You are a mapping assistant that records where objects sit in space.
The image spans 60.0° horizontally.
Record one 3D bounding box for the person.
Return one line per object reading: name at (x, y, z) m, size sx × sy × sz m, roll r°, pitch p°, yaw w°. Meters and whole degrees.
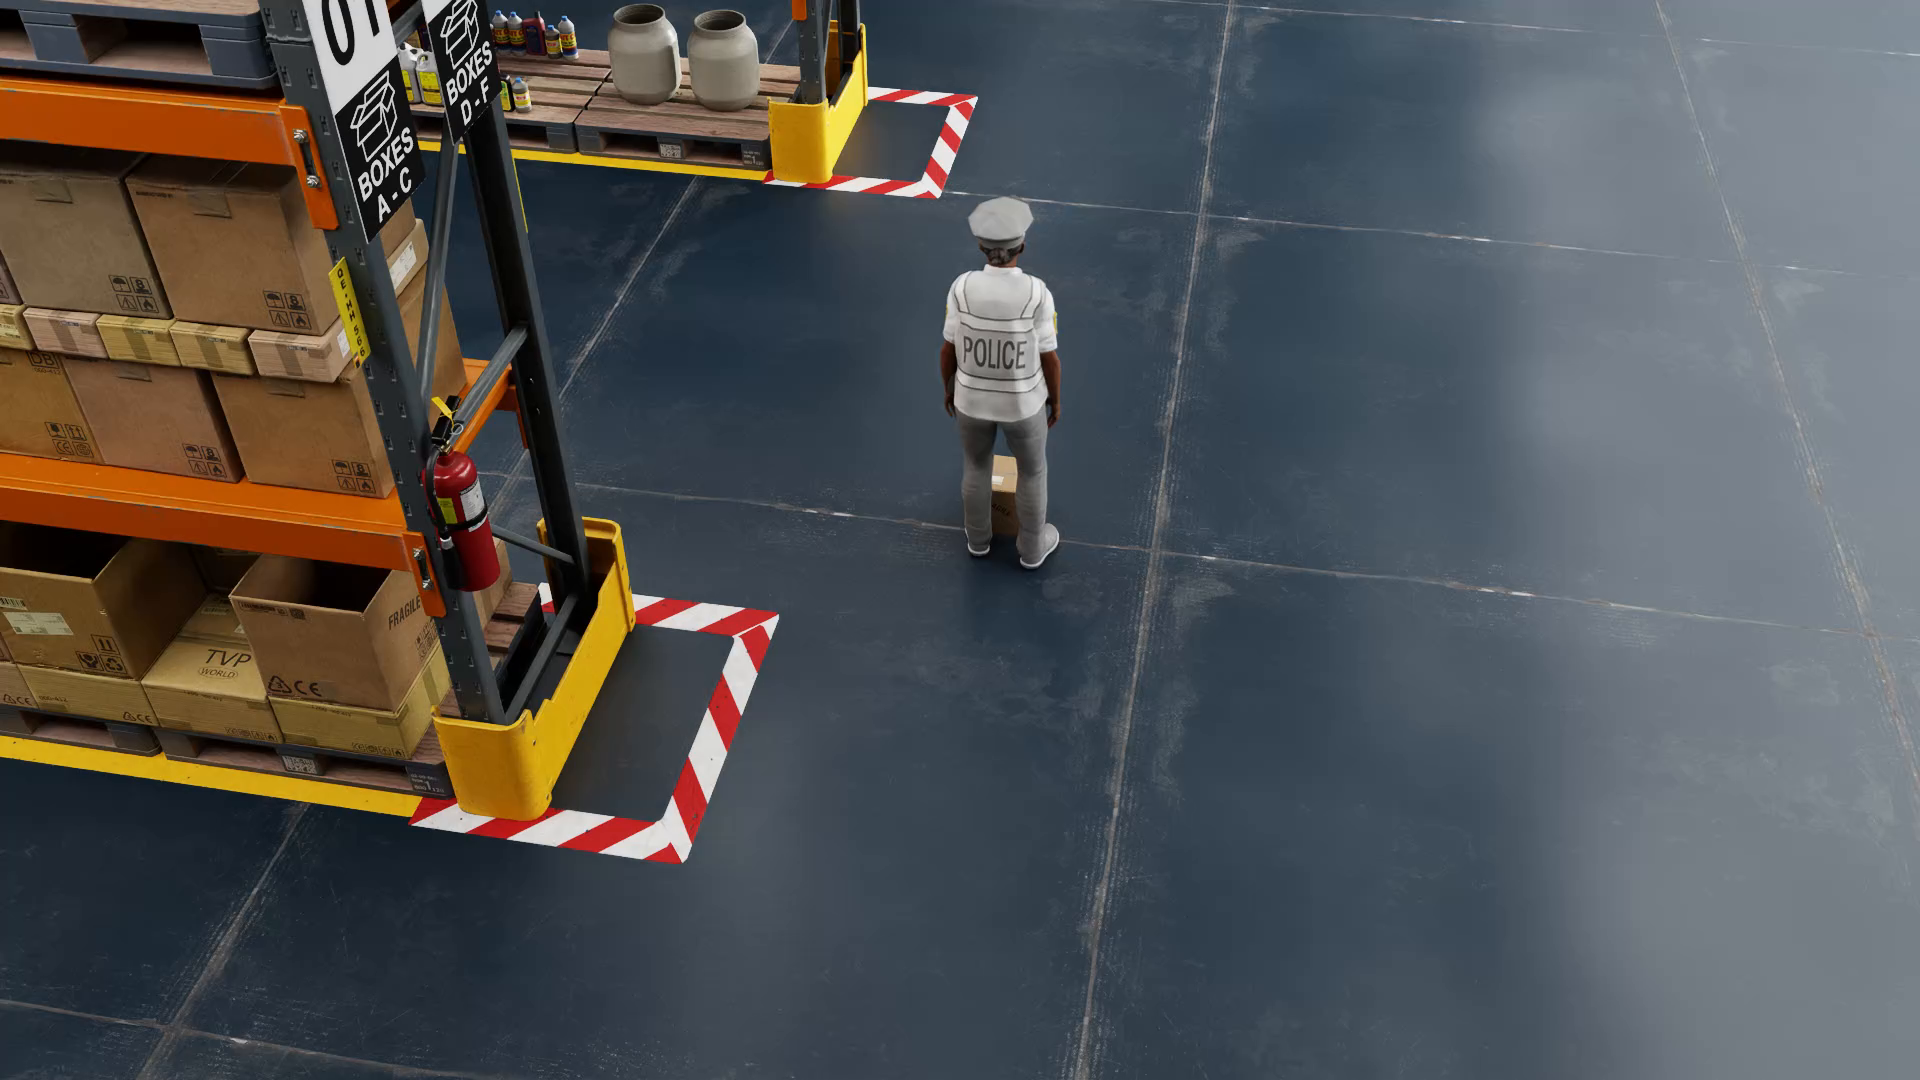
person at (0.176, -0.589, 6.841) m, size 0.505 × 1.659 × 0.415 m, roll 7°, pitch 41°, yaw 8°
